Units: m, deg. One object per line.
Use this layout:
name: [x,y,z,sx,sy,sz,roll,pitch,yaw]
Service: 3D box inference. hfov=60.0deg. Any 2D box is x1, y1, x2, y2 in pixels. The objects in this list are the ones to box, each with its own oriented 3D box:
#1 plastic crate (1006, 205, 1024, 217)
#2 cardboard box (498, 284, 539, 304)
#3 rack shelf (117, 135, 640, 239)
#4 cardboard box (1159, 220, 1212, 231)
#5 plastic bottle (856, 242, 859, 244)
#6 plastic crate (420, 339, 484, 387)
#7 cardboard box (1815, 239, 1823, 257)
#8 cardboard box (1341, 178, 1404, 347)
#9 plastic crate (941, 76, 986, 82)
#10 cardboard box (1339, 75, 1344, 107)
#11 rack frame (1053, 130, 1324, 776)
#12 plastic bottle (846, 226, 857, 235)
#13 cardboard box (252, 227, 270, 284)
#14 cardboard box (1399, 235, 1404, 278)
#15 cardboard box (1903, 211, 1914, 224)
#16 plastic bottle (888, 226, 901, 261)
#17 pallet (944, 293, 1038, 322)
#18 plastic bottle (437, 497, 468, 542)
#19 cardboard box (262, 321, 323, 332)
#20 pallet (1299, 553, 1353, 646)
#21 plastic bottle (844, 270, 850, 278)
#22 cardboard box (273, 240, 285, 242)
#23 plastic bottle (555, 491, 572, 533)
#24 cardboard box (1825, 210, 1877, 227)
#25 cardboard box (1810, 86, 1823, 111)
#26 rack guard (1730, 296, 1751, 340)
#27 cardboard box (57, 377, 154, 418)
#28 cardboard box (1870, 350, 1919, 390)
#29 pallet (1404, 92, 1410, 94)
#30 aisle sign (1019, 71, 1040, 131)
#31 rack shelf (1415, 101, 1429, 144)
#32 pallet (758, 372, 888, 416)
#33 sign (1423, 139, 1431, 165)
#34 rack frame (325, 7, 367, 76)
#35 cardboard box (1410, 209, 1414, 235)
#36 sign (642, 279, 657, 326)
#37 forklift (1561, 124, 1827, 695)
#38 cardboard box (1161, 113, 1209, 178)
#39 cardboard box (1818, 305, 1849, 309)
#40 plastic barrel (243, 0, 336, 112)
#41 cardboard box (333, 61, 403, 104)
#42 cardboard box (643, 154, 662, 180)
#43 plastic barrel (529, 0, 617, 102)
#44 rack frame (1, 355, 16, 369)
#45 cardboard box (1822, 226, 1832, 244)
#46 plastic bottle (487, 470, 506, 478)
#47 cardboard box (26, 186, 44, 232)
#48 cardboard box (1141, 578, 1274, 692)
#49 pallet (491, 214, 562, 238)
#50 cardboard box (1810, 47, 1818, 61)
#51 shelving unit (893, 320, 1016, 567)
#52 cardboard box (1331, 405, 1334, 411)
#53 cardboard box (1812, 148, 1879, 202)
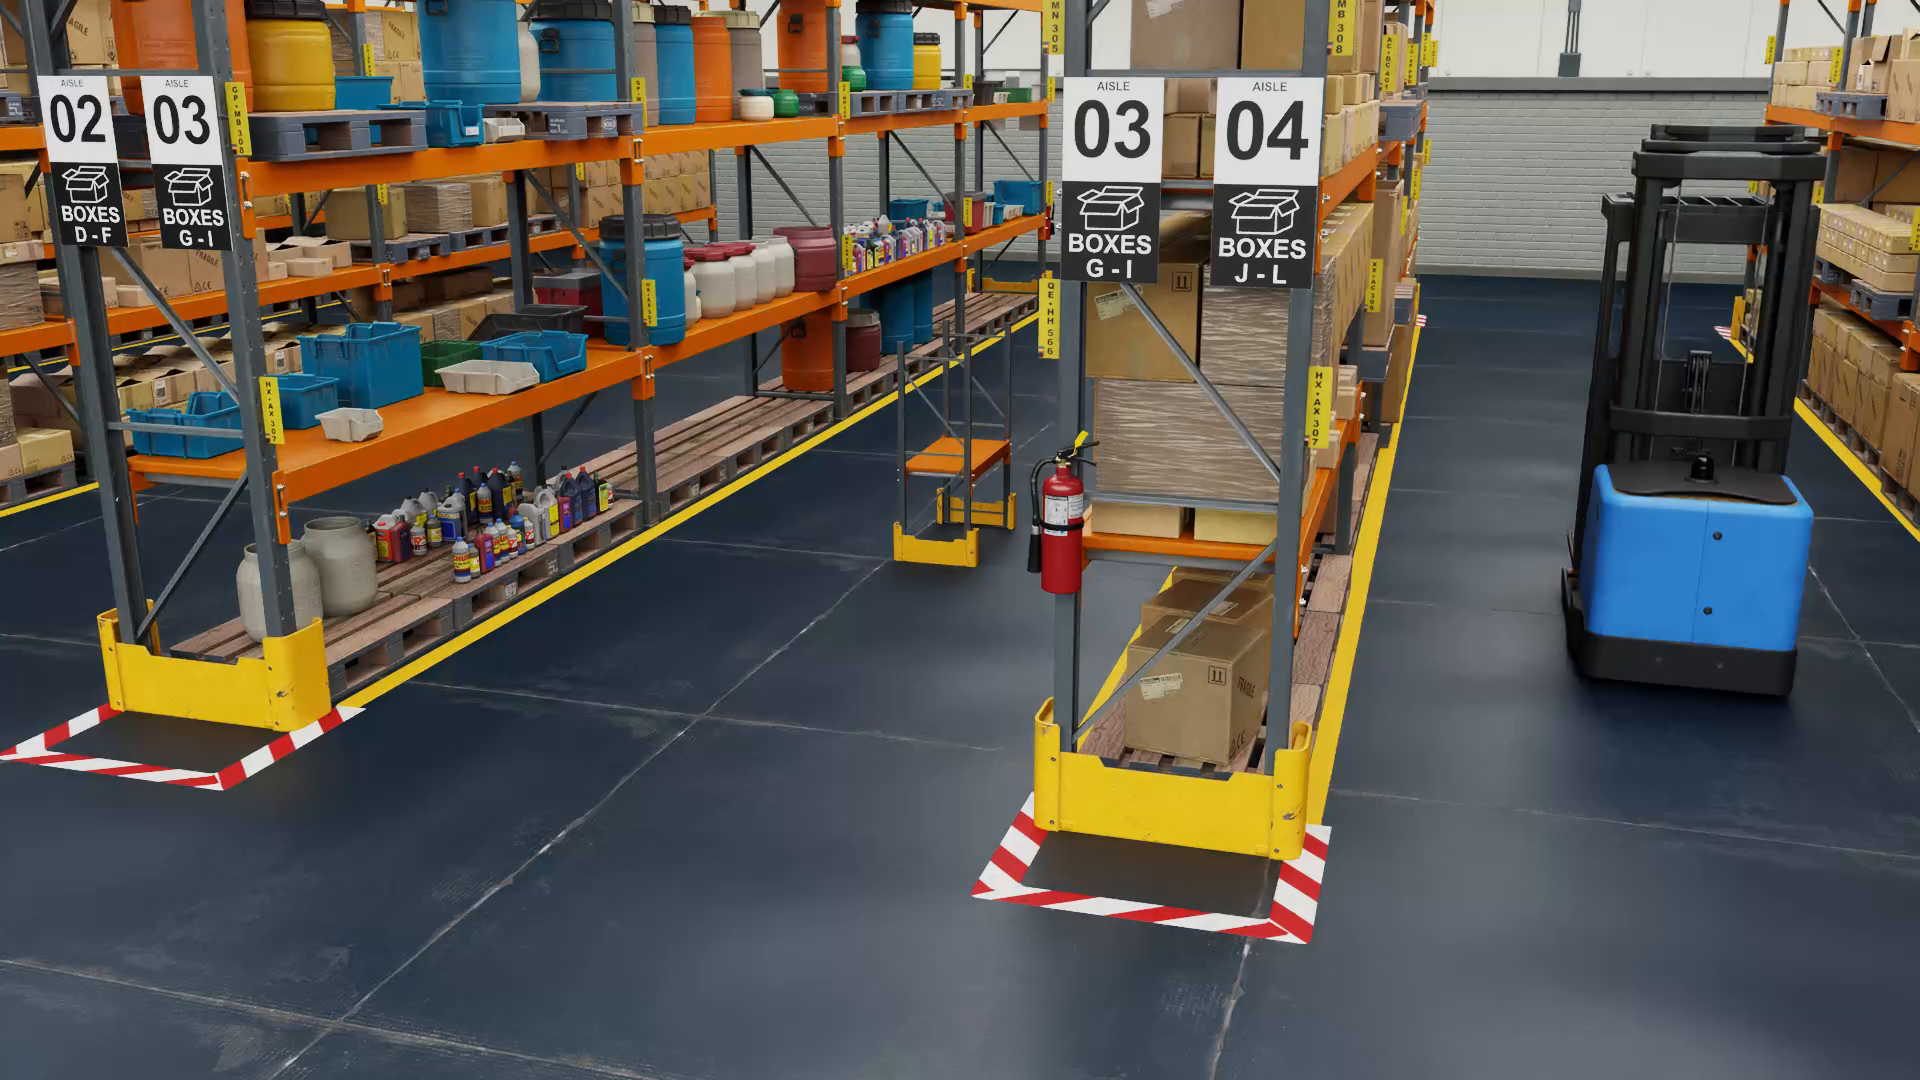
plastic crate: [0.640,-4.396,22.205,0.396,0.136,0.243,5,16,16]
cardboard box: [-5.201,-2.789,19.941,0.500,0.500,0.500,5,16,16]
rack shelf: [-3.281,-2.156,9.754,1.077,0.370,4.000,5,16,16]
cardboard box: [1.250,-1.379,8.633,0.500,0.500,0.500,5,16,16]
plastic bottle: [-1.010,-2.809,16.471,0.097,0.271,0.097,0,16,0]
plastic crate: [-3.369,-1.147,10.764,0.450,0.188,0.662,5,16,16]
cardboard box: [8.336,-2.756,15.739,0.380,0.149,0.250,5,17,16]
cardboard box: [2.396,-1.886,11.112,1.000,1.000,1.000,5,17,16]
plastic crate: [0.000,-5.756,21.244,0.504,0.338,0.767,5,16,16]
cardboard box: [1.538,-2.033,7.548,0.380,0.149,0.250,5,16,16]
rack frame: [0.900,-0.152,6.867,1.000,3.000,0.127,5,16,16]
plastic bottle: [-1.199,-3.282,18.129,0.152,0.276,0.135,5,16,16]
cardboard box: [-6.785,-2.622,15.392,0.500,0.500,0.500,4,16,13]
cardboard box: [4.003,-2.799,16.016,0.500,0.500,0.500,5,16,16]
cardboard box: [8.884,-2.921,15.230,0.380,0.149,0.250,5,16,16]
plastic bottle: [-0.700,-3.097,17.343,0.144,0.351,0.185,5,16,16]
pallet: [0.426,-3.167,22.609,1.003,0.211,1.213,5,16,16]
plastic bottle: [-3.365,-0.139,11.007,0.152,0.276,0.135,5,16,16]
cardboard box: [-6.754,-2.048,16.796,0.500,0.311,0.500,5,17,18]
pallet: [1.879,0.322,10.308,1.003,0.211,1.213,5,16,16]
plastic bottle: [-1.143,-2.657,15.928,0.152,0.276,0.135,5,16,16]
cardboard box: [-9.564,-4.193,23.738,0.380,0.149,0.250,5,17,16]
plastic bottle: [-2.680,-0.200,11.209,0.061,0.283,0.133,6,17,20]
cardboard box: [8.262,-2.975,15.420,0.380,0.149,0.250,4,16,15]
cardboard box: [9.070,-4.530,17.081,0.500,0.250,0.500,5,16,16]
rack guard: [10.152,-2.704,20.447,1.175,0.500,0.348,5,16,16]
cardboard box: [-7.104,-1.205,13.822,0.500,0.311,0.500,5,16,16]
cardboard box: [7.843,-1.393,13.680,0.500,0.250,0.500,4,16,15]
pallet: [3.620,-4.062,15.503,1.003,0.211,1.213,5,17,18]
aisle sign: [0.999,-5.968,22.610,0.394,0.787,0.004,5,16,16]
rack shelf: [4.878,-4.911,19.469,1.077,0.370,4.000,5,16,16]
pallet: [-1.392,-1.497,16.719,1.003,0.211,1.213,5,16,16]
sign: [5.963,-4.963,21.273,0.100,0.325,0.005,5,16,16]
rack frame: [-6.324,-5.900,16.139,1.000,3.000,0.127,5,16,16]
cardboard box: [4.841,-3.594,18.734,0.500,0.250,0.500,5,16,16]
sign: [-2.188,-1.670,11.712,0.100,0.325,0.005,5,16,16]
forklift: [4.298,-0.957,9.833,1.130,2.935,3.031,5,17,16]
cardboard box: [0.793,-1.668,6.992,0.500,0.250,0.500,5,17,17]
cardboard box: [9.849,-2.548,18.681,0.380,0.149,0.250,4,16,14]
plastic barrel: [-3.647,-2.579,8.815,0.600,0.588,0.600,0,16,0]
cardboard box: [-6.232,-4.622,16.946,0.910,0.500,0.500,5,16,16]
cardboard box: [-4.345,-5.095,22.281,0.500,0.500,0.500,5,17,18]
plastic barrel: [-2.776,-3.416,11.961,0.600,0.901,0.708,5,16,16]
rack frame: [-11.074,-3.397,18.308,1.000,3.000,0.127,5,16,16]
cardboard box: [8.266,-2.833,15.467,0.380,0.149,0.250,4,16,13]
plastic bottle: [-3.289,-0.347,11.742,0.152,0.276,0.135,5,17,18]
cardboard box: [-10.691,-3.705,18.630,0.500,0.500,0.500,5,17,18]
cardboard box: [1.230,0.528,8.283,0.500,0.500,0.500,10,18,30]
pallet: [-5.519,-3.767,19.966,1.003,0.211,1.213,5,16,16]
cardboard box: [9.206,-5.127,17.538,0.380,0.149,0.250,5,16,15]
shelving unit: [-0.022,-0.702,11.554,0.587,1.500,1.083,5,16,16]
cardboard box: [1.854,-0.675,9.172,0.380,0.149,0.250,5,16,16]
cardboard box: [8.911,-3.696,16.803,0.500,0.500,0.500,4,16,14]
